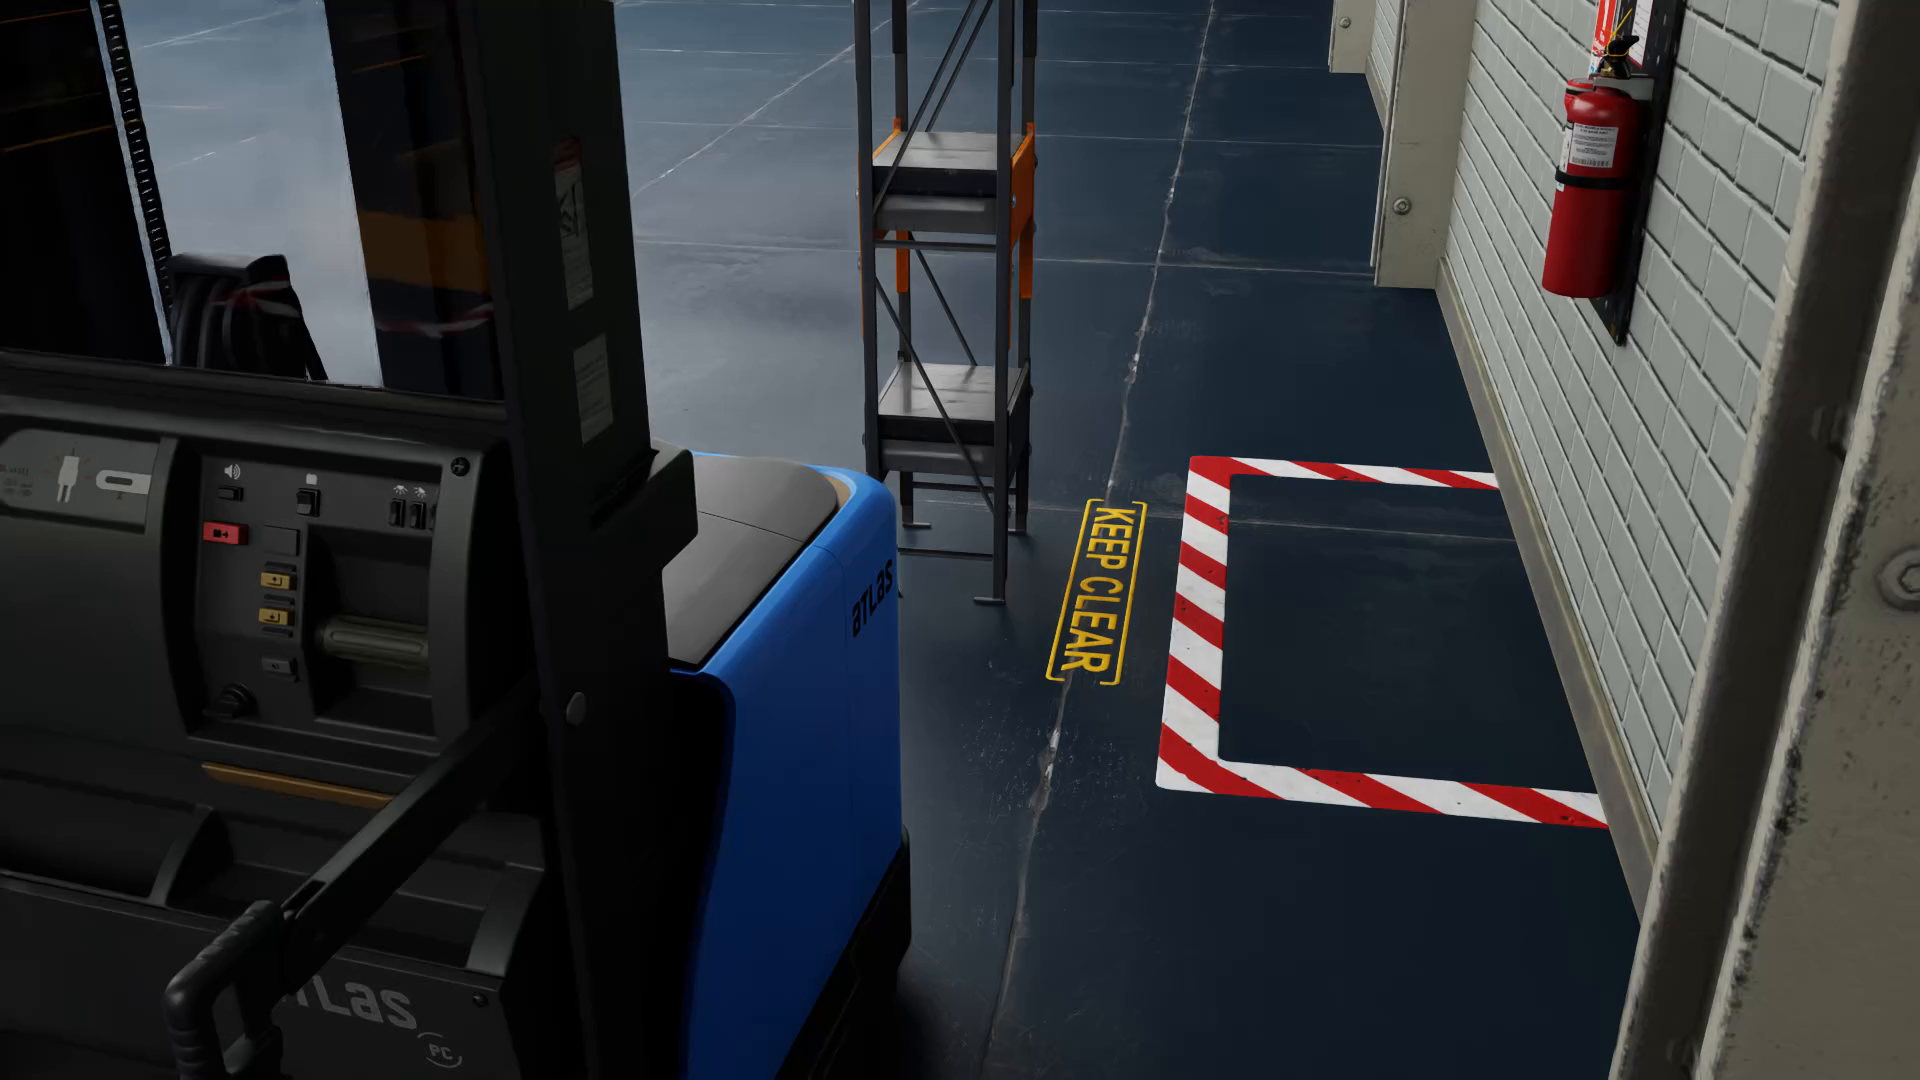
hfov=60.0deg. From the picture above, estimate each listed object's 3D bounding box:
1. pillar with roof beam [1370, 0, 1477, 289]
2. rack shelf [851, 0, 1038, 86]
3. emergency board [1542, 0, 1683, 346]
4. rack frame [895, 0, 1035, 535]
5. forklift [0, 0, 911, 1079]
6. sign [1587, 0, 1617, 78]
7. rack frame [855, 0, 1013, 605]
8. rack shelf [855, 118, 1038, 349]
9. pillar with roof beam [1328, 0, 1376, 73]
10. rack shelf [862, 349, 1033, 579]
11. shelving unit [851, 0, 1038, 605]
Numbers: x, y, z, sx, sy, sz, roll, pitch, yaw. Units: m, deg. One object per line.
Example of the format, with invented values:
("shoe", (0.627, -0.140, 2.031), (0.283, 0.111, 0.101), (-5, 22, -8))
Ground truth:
("pillar with roof beam", (-2.117, -5.636, 6.676), (9.100, 9.000, 0.400), (4, 25, 9))
("rack shelf", (-0.027, -1.503, 4.366), (0.431, 0.518, 0.480), (4, 25, 9))
("emergency board", (1.591, -1.142, 4.152), (0.194, 1.169, 0.643), (4, 25, 9))
("rack frame", (0.013, -0.984, 4.875), (0.400, 2.100, 0.015), (4, 25, 9))
("forklift", (-0.998, 0.065, 1.653), (1.130, 2.935, 3.031), (7, 26, 15))
("sign", (1.783, -1.382, 4.623), (0.001, 0.329, 0.234), (4, 25, 9))
("rack frame", (-0.067, -0.780, 4.439), (0.400, 2.100, 0.015), (4, 25, 9))
("rack shelf", (-0.027, -0.869, 4.663), (0.431, 0.518, 0.480), (4, 25, 9))
("pillar with roof beam", (-1.137, -8.145, 12.037), (9.100, 9.000, 0.400), (4, 25, 9))
("rack shelf", (-0.027, -0.235, 4.959), (0.431, 0.518, 0.480), (4, 25, 9))
("shelving unit", (-0.027, -0.882, 4.657), (0.431, 2.100, 0.503), (4, 25, 9))
